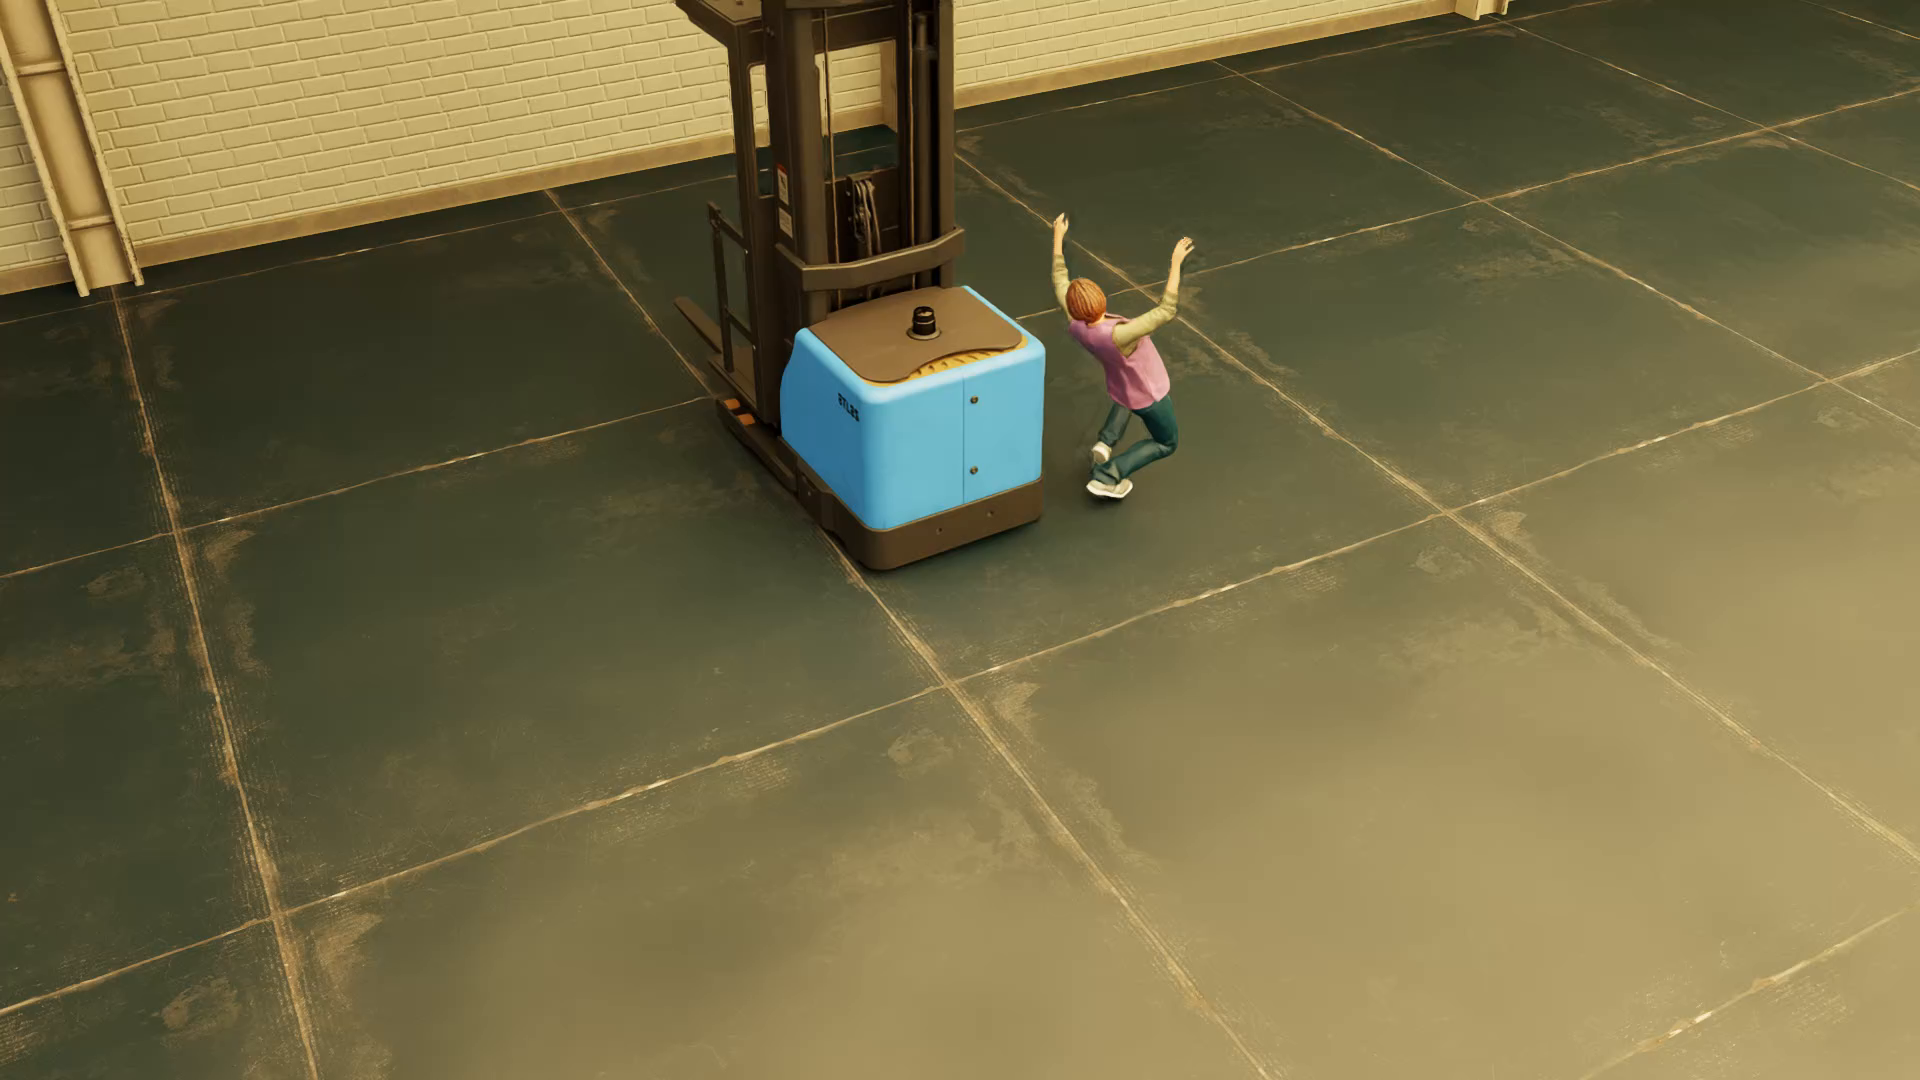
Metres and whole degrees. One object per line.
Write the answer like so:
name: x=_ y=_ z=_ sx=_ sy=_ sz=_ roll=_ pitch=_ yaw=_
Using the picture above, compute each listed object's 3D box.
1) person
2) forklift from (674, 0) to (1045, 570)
person: x=0.783 y=-0.952 z=8.707 sx=0.696 sy=1.503 sz=0.884 roll=-21 pitch=40 yaw=-27
forklift: x=-0.741 y=-1.871 z=8.769 sx=1.130 sy=2.935 sz=3.031 roll=-19 pitch=39 yaw=-24
